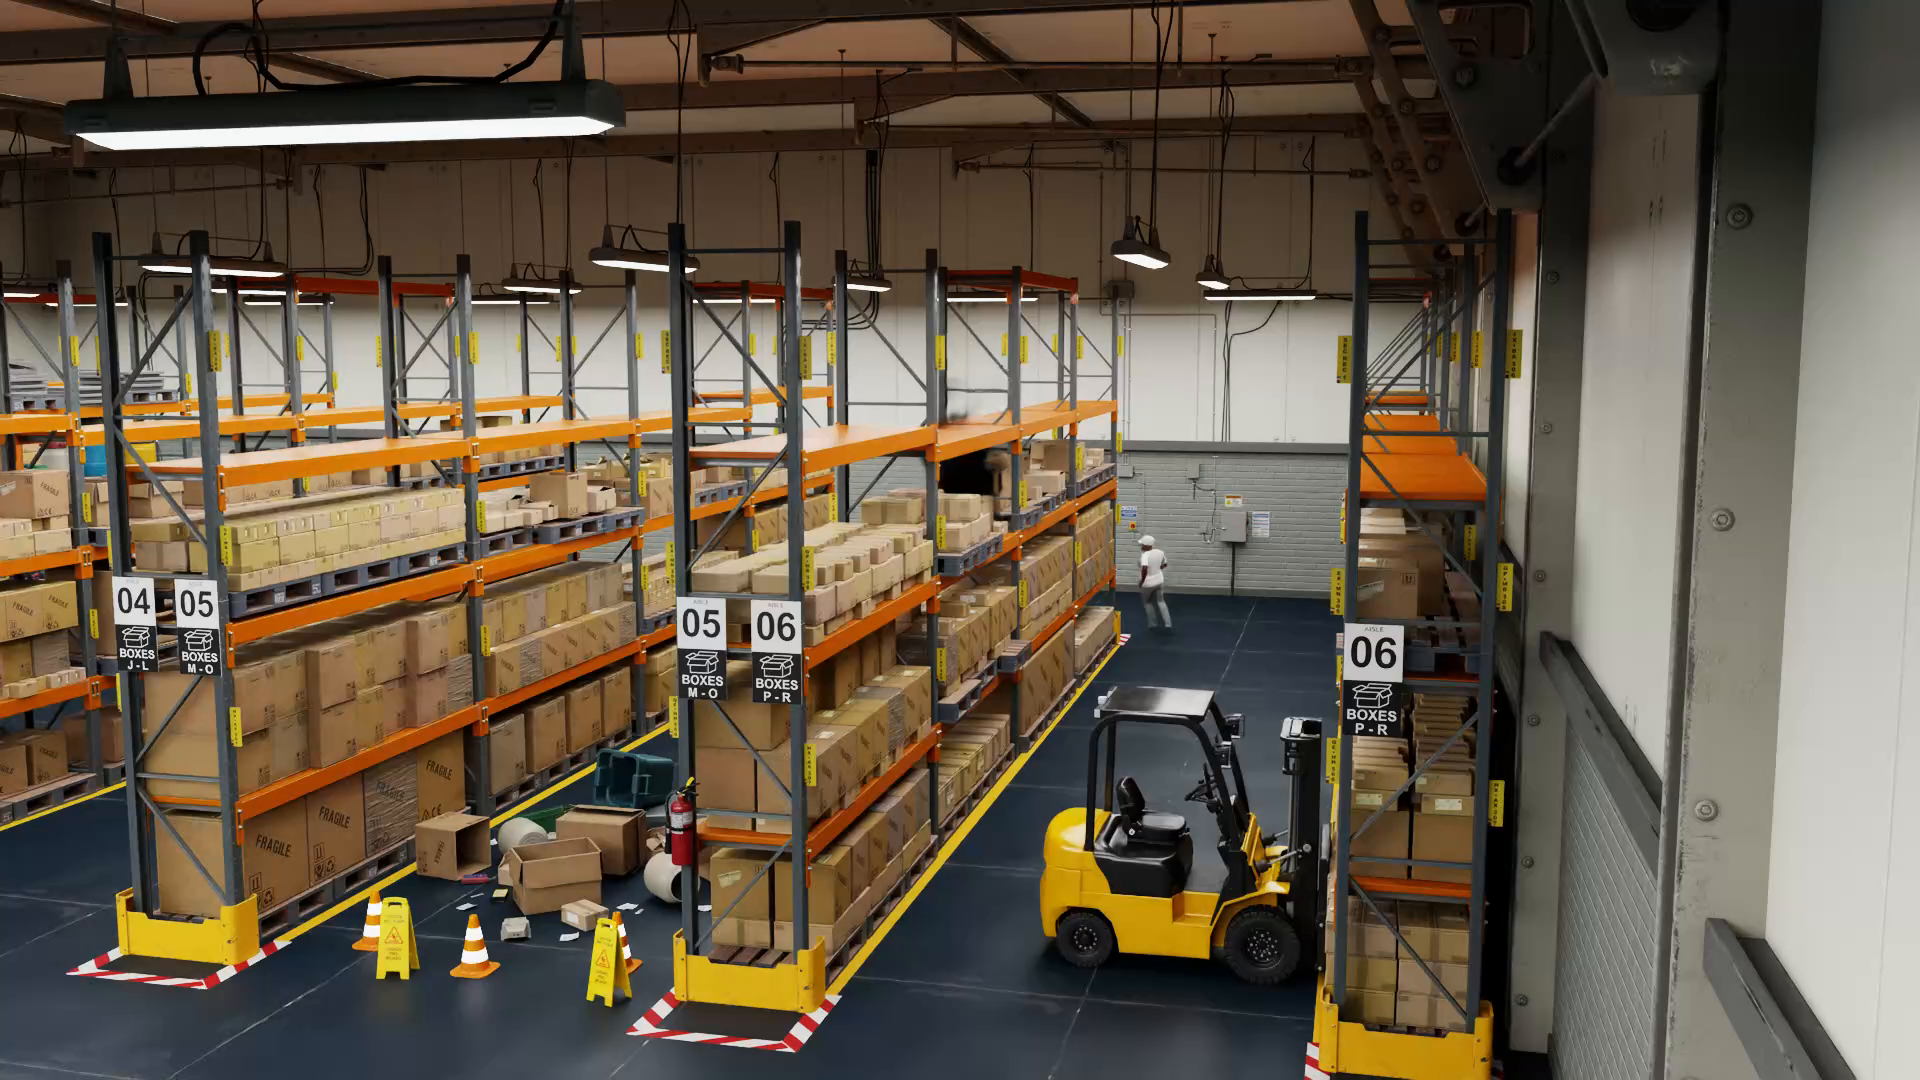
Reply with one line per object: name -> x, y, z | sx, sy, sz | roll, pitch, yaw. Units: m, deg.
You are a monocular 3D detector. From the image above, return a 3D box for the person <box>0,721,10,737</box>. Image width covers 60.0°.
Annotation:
person -> -11.761, 1.874, 20.190 | 0.592, 1.734, 0.684 | 2, 7, 15

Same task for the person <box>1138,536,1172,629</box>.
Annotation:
person -> 3.304, 0.759, 29.173 | 0.688, 1.722, 0.852 | -3, 8, -24
